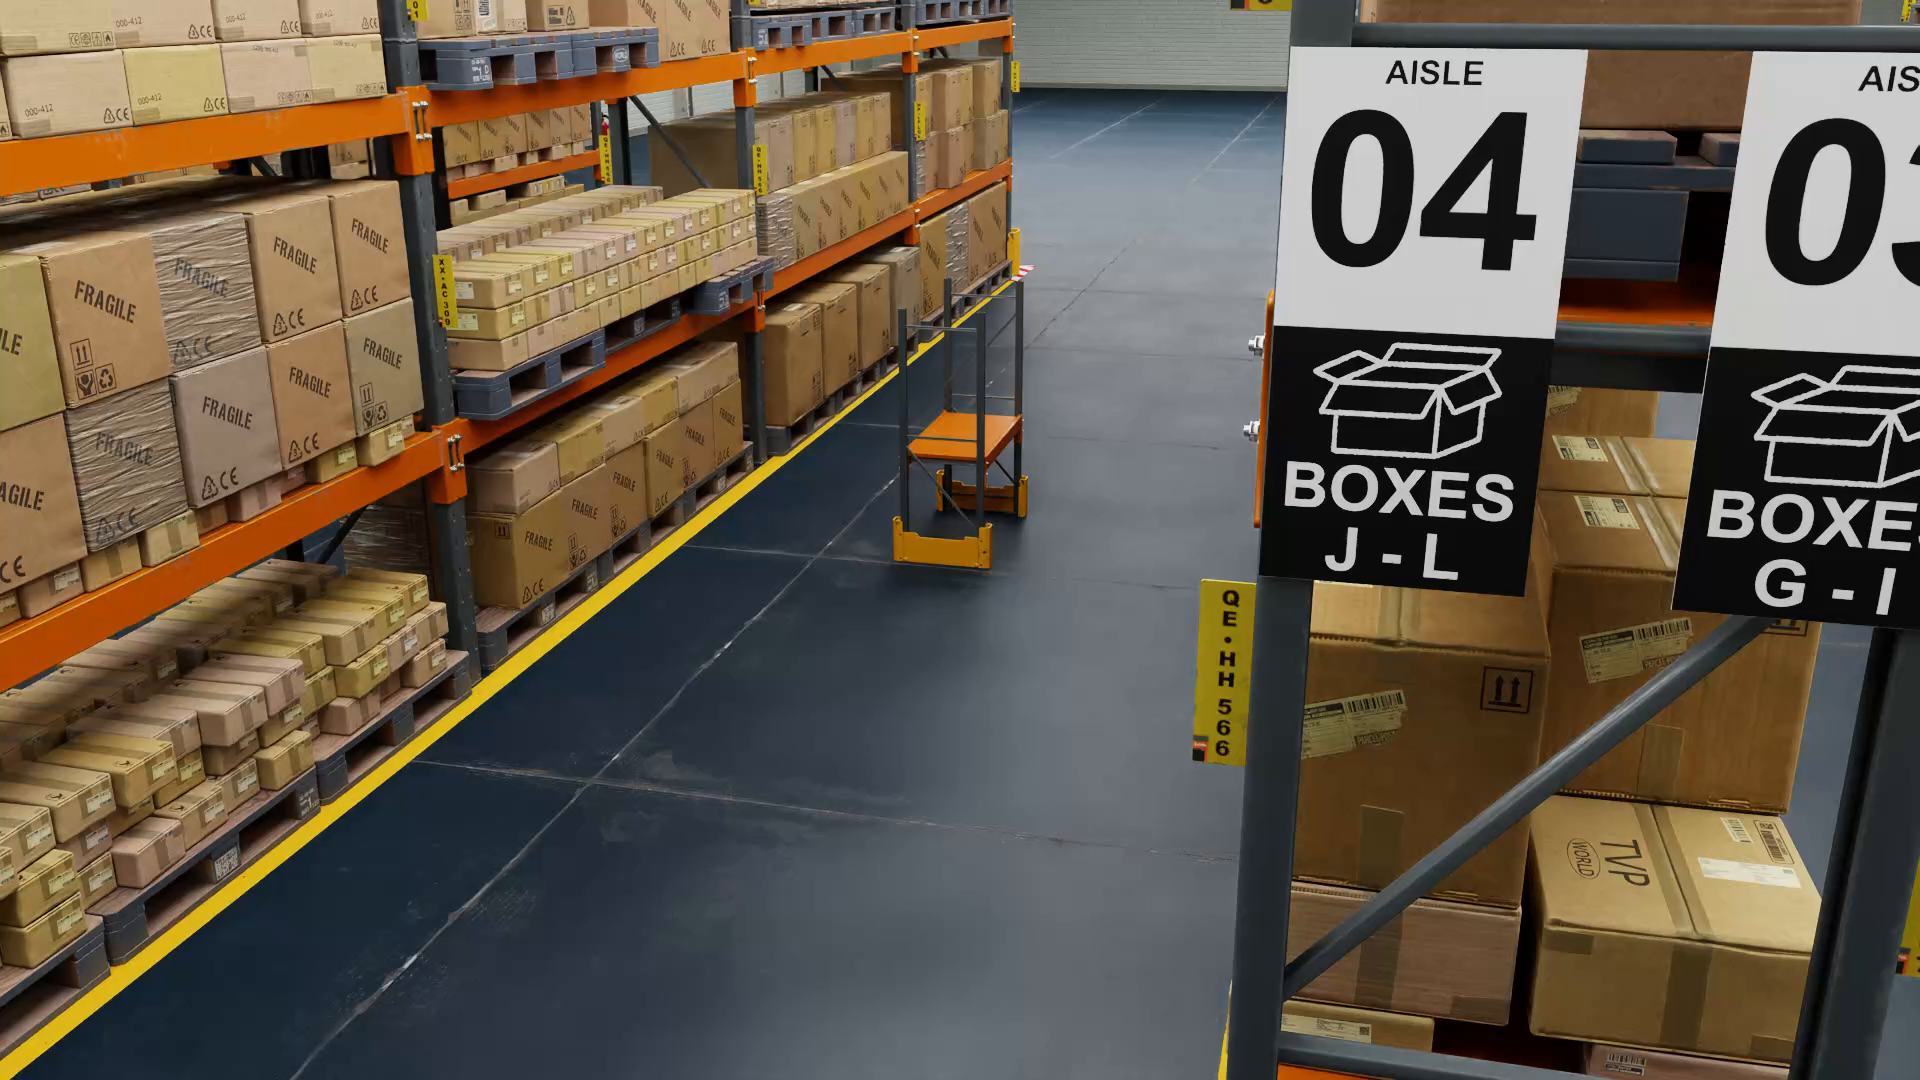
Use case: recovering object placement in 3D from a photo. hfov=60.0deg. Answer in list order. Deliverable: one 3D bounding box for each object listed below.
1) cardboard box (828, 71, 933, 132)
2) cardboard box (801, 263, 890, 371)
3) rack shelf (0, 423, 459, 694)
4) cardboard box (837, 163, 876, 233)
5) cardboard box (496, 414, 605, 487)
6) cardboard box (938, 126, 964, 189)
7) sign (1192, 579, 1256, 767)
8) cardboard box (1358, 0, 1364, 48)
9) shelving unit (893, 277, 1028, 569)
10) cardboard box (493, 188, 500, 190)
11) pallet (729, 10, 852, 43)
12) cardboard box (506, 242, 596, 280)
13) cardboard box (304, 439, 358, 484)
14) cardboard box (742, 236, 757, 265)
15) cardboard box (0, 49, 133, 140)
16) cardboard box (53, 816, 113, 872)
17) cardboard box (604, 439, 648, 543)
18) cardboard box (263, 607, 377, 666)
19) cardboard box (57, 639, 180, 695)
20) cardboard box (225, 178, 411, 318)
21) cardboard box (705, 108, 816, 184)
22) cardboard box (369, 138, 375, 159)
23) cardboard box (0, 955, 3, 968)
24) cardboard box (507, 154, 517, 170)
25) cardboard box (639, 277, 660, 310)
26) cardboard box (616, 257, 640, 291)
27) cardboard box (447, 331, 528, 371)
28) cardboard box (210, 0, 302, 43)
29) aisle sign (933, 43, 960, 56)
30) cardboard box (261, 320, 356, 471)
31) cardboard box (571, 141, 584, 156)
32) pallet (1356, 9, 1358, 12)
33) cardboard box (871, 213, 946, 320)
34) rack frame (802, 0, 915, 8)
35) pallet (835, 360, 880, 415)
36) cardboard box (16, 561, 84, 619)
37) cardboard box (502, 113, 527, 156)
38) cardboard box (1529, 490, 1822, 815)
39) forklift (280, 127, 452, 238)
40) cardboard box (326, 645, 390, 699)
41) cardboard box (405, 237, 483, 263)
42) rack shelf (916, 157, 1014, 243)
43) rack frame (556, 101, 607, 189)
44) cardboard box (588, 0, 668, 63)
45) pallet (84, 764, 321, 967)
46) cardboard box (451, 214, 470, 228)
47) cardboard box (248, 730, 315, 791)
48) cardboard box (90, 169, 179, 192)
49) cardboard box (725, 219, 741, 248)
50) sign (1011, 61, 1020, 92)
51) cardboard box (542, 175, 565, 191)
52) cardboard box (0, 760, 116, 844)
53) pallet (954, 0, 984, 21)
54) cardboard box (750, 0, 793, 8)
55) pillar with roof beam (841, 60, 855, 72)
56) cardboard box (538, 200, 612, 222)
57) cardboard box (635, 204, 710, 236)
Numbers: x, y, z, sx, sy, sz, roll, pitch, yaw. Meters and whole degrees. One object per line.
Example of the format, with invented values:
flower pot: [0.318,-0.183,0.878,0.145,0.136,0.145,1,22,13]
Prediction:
cardboard box: [-0.745,-4.132,15.742,0.875,0.550,0.550,5,19,13]
cardboard box: [-1.194,-1.886,13.899,1.050,0.750,0.750,5,19,13]
rack shelf: [-3.334,0.219,6.018,1.077,0.370,4.000,5,19,13]
cardboard box: [-1.005,-2.801,13.594,0.500,0.500,0.500,5,19,14]
cardboard box: [-2.280,-0.497,9.058,0.500,0.250,0.500,5,20,15]
cardboard box: [-0.453,-3.777,16.374,0.875,0.550,0.550,5,19,13]
sign: [0.440,0.222,2.740,0.100,0.325,0.005,5,19,13]
cardboard box: [1.406,-1.467,4.241,0.700,0.500,0.500,6,20,16]
shelving unit: [0.019,-0.734,10.015,0.587,1.500,1.083,5,19,13]
cardboard box: [-5.332,-3.718,18.877,0.500,0.500,0.500,4,19,11]
pallet: [-1.491,-3.889,12.583,1.003,0.211,1.213,6,20,16]
cardboard box: [-2.112,-1.443,8.589,0.380,0.149,0.250,4,19,13]
cardboard box: [-2.768,-0.353,6.968,0.380,0.149,0.250,5,20,16]
cardboard box: [-1.542,-1.891,10.821,0.380,0.149,0.250,5,19,14]
cardboard box: [-3.082,-1.451,5.388,0.500,0.250,0.500,5,19,13]
cardboard box: [-3.209,1.044,5.792,0.380,0.149,0.250,4,19,11]
cardboard box: [-2.165,-0.306,9.660,0.500,0.500,0.500,5,19,14]
cardboard box: [-2.757,0.415,7.174,0.380,0.149,0.250,4,19,13]
cardboard box: [-3.452,0.534,6.824,0.380,0.149,0.250,5,20,15]
cardboard box: [-2.698,-1.241,7.017,0.500,0.500,0.500,4,19,11]
cardboard box: [-1.503,-2.982,12.575,0.700,0.500,0.500,4,19,13]
cardboard box: [-5.605,-3.839,15.521,0.500,0.500,0.500,4,19,12]
cardboard box: [-3.345,1.350,5.355,0.380,0.149,0.250,5,19,14]
cardboard box: [-4.971,-4.051,17.795,0.380,0.149,0.250,5,19,13]
cardboard box: [-1.924,-1.404,9.395,0.380,0.149,0.250,4,19,11]
cardboard box: [-1.987,-1.468,9.122,0.380,0.149,0.250,4,19,12]
cardboard box: [-2.303,-0.915,7.965,0.380,0.149,0.250,4,19,11]
cardboard box: [-2.850,-2.006,6.239,0.500,0.250,0.500,4,19,11]
aisle sign: [-0.187,-5.785,18.463,0.394,0.787,0.004,5,19,13]
cardboard box: [-2.817,-0.600,6.687,0.500,0.500,0.500,4,19,12]
cardboard box: [-4.576,-4.527,19.190,0.380,0.149,0.250,4,19,13]
pallet: [3.641,-3.978,12.842,1.213,0.211,1.003,5,19,13]
cardboard box: [-0.669,-2.640,15.915,0.875,0.875,0.875,5,19,14]
rack frame: [-0.890,-6.095,14.109,1.000,3.000,0.127,5,19,13]
pallet: [-1.302,-1.305,13.681,1.003,0.211,1.213,5,19,13]
cardboard box: [-3.177,0.135,5.539,0.380,0.149,0.250,4,19,12]
cardboard box: [-4.998,-4.394,17.797,0.500,0.500,0.500,5,19,14]
cardboard box: [1.464,0.218,3.519,0.500,0.500,0.500,4,19,12]
forklift: [-4.044,-2.189,12.063,1.130,2.935,3.031,5,19,14]
cardboard box: [-2.716,0.557,7.218,0.380,0.149,0.250,4,19,11]
cardboard box: [-2.742,-1.498,8.752,0.380,0.149,0.250,5,19,13]
rack shelf: [-0.402,-3.542,17.030,1.077,0.370,4.000,5,19,13]
rack frame: [-4.738,-4.869,19.801,1.000,3.000,0.127,5,19,13]
cardboard box: [-1.996,-2.955,9.404,0.500,0.500,0.500,5,19,13]
pallet: [-3.271,1.168,6.440,1.003,0.211,1.213,5,19,13]
cardboard box: [-5.309,-3.031,16.864,0.500,0.500,0.500,6,20,16]
cardboard box: [-2.863,0.876,6.742,0.380,0.149,0.250,5,19,13]
cardboard box: [-6.358,-2.871,12.687,0.500,0.500,0.500,4,19,12]
cardboard box: [-1.610,-1.948,10.528,0.380,0.149,0.250,5,20,15]
sign: [0.610,-5.122,18.385,0.100,0.325,0.005,5,19,13]
cardboard box: [-4.705,-4.036,18.803,0.380,0.149,0.250,5,20,15]
cardboard box: [-3.171,0.902,5.747,0.380,0.149,0.250,5,20,16]
pallet: [-0.380,-5.270,16.472,1.003,0.211,1.213,5,19,13]
cardboard box: [-1.477,-3.835,11.467,0.500,0.311,0.500,5,19,13]
pillar with roof beam: [0.908,-17.014,46.078,9.100,9.000,0.400,5,19,13]
cardboard box: [-2.361,-1.990,10.191,0.380,0.149,0.250,4,19,11]
cardboard box: [-1.732,-1.929,10.012,0.380,0.149,0.250,5,20,15]
